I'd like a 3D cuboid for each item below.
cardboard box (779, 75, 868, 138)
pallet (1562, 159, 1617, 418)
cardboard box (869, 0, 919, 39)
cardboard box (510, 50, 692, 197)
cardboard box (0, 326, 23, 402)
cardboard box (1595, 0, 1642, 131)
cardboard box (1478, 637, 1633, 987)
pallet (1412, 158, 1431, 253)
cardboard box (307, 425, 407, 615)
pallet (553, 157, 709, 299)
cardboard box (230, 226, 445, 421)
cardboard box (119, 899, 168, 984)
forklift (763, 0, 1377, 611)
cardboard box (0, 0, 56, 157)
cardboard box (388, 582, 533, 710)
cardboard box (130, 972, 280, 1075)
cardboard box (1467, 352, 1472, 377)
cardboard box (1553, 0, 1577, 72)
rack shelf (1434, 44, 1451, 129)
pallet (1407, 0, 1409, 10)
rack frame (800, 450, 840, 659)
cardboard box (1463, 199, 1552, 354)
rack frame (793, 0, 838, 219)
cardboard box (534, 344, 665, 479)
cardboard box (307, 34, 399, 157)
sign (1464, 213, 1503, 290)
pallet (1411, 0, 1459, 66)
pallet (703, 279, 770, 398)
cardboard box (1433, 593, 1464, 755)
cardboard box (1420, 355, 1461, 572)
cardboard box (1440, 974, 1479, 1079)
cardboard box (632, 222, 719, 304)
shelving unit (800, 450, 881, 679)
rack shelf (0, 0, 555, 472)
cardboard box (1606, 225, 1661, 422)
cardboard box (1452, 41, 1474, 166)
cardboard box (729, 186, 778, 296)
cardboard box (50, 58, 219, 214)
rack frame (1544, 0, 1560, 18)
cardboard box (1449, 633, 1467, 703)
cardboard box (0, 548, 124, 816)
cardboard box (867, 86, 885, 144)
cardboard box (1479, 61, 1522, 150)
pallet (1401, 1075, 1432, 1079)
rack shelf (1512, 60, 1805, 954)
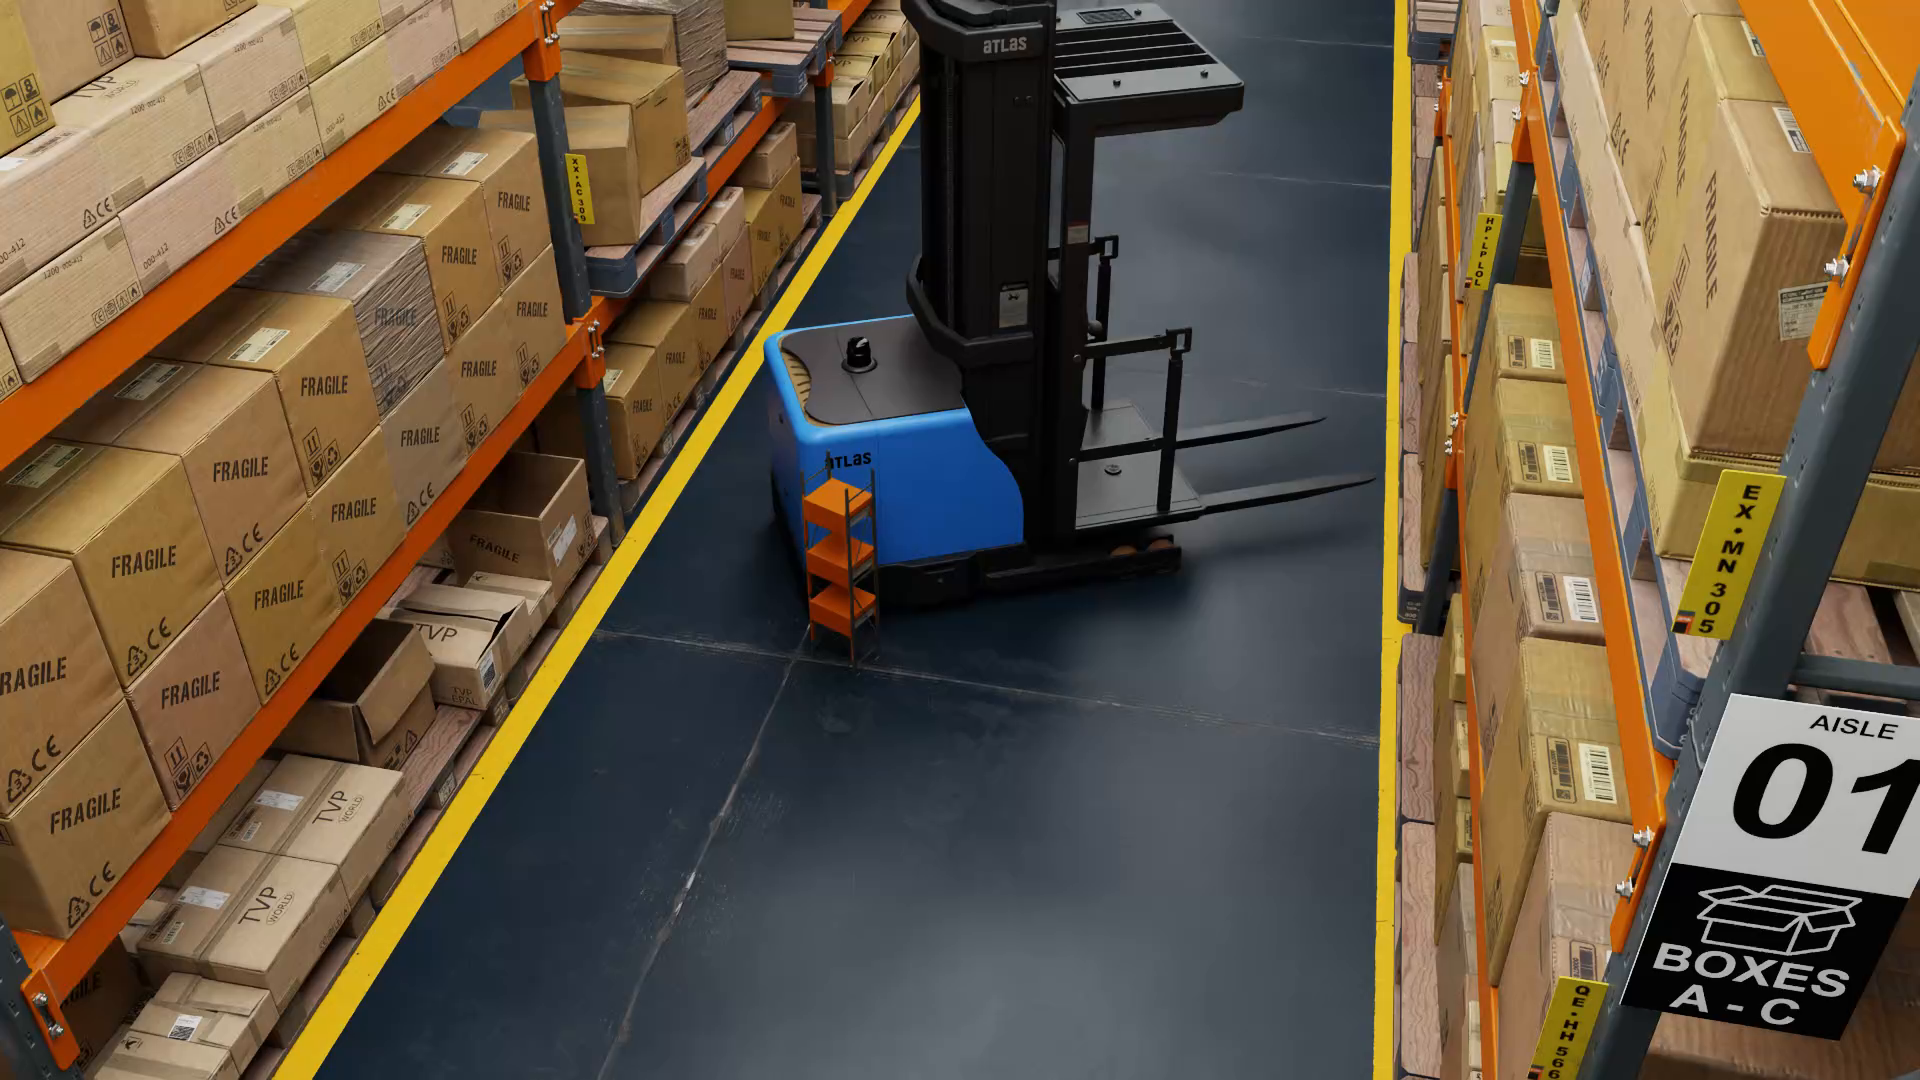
[{"bbox_3d":[-0.966,-3.107,11.758,0.500,0.311,0.500,9,37,12],"label":"cardboard box"},{"bbox_3d":[2.173,-0.661,4.396,1.003,0.211,1.213,7,37,10],"label":"pallet"},{"bbox_3d":[-0.531,-4.284,13.382,0.500,0.311,0.500,7,37,10],"label":"cardboard box"},{"bbox_3d":[-1.814,-2.123,8.450,0.700,0.500,0.500,13,38,17],"label":"cardboard box"},{"bbox_3d":[-2.715,-0.390,4.074,0.500,0.250,0.500,7,37,10],"label":"cardboard box"},{"bbox_3d":[1.991,-1.363,4.334,0.500,0.500,0.500,8,37,10],"label":"cardboard box"},{"bbox_3d":[2.010,0.812,4.588,0.980,0.700,0.700,7,37,10],"label":"cardboard box"},{"bbox_3d":[3.644,-2.260,11.458,1.003,0.211,1.213,7,37,10],"label":"pallet"},{"bbox_3d":[-2.398,-0.105,6.024,0.500,0.500,0.500,8,37,11],"label":"cardboard box"},{"bbox_3d":[-1.942,-1.633,8.381,1.003,0.211,1.213,7,37,10],"label":"pallet"},{"bbox_3d":[-2.289,-0.807,6.140,0.500,0.500,0.500,8,37,10],"label":"cardboard box"},{"bbox_3d":[-3.024,1.432,6.027,0.380,0.166,0.250,7,37,10],"label":"cardboard box"},{"bbox_3d":[0.606,-1.283,7.793,3.031,2.935,1.130,-9,37,-12],"label":"forklift"},{"bbox_3d":[-2.790,-1.206,4.135,0.700,0.500,0.500,7,37,10],"label":"cardboard box"},{"bbox_3d":[-2.224,0.436,7.279,0.500,0.311,0.500,7,37,10],"label":"cardboard box"},{"bbox_3d":[-2.595,1.655,5.719,0.380,0.166,0.250,7,37,10],"label":"cardboard box"},{"bbox_3d":[2.417,-0.783,7.242,0.380,0.149,0.250,8,37,10],"label":"cardboard box"},{"bbox_3d":[2.216,-1.649,5.368,0.500,0.250,0.500,7,37,10],"label":"cardboard box"},{"bbox_3d":[3.903,-3.796,11.815,1.077,0.370,4.000,7,37,10],"label":"rack shelf"},{"bbox_3d":[4.697,-5.196,15.510,1.003,0.211,1.213,7,37,10],"label":"pallet"},{"bbox_3d":[-0.629,0.082,7.512,0.008,1.050,0.200,22,41,28],"label":"rack frame"},{"bbox_3d":[2.473,-1.113,7.144,0.500,0.500,0.500,7,36,9],"label":"cardboard box"},{"bbox_3d":[-1.365,-3.560,10.876,1.000,3.000,0.127,7,37,10],"label":"rack frame"},{"bbox_3d":[-1.878,-0.679,8.657,0.500,0.500,0.500,6,36,8],"label":"cardboard box"},{"bbox_3d":[-2.279,-1.535,5.654,0.500,0.250,0.500,7,37,10],"label":"cardboard box"},{"bbox_3d":[2.089,-1.147,6.627,0.100,0.325,0.005,7,37,10],"label":"sign"},{"bbox_3d":[3.524,-3.285,10.660,1.213,0.211,1.003,7,37,10],"label":"pallet"},{"bbox_3d":[-1.824,-1.310,10.148,1.003,0.211,1.213,7,37,10],"label":"pallet"},{"bbox_3d":[2.361,0.610,6.894,0.700,0.500,0.500,8,37,11],"label":"cardboard box"},{"bbox_3d":[2.633,-0.336,7.902,0.750,0.750,0.750,8,37,11],"label":"cardboard box"},{"bbox_3d":[1.925,1.787,5.271,0.700,0.500,0.500,7,37,10],"label":"cardboard box"},{"bbox_3d":[-1.664,-1.556,9.227,0.500,0.250,0.500,7,37,10],"label":"cardboard box"},{"bbox_3d":[-0.529,0.123,7.456,0.252,1.050,0.215,22,41,28],"label":"shelving unit"},{"bbox_3d":[-2.646,-1.043,5.460,1.077,0.370,4.000,7,37,10],"label":"rack shelf"},{"bbox_3d":[1.774,-0.471,3.742,0.500,0.250,0.500,6,36,8],"label":"cardboard box"},{"bbox_3d":[2.894,-2.280,8.754,0.500,0.500,0.500,7,37,10],"label":"cardboard box"},{"bbox_3d":[-1.446,-1.863,10.290,0.500,0.500,0.500,6,36,8],"label":"cardboard box"},{"bbox_3d":[-2.495,-1.165,4.717,0.500,0.250,0.500,7,37,10],"label":"cardboard box"},{"bbox_3d":[2.621,-3.077,5.097,1.000,3.000,0.127,7,37,10],"label":"rack frame"},{"bbox_3d":[2.110,0.521,6.465,0.380,0.149,0.250,8,37,12],"label":"cardboard box"},{"bbox_3d":[-2.721,0.360,4.530,0.500,0.500,0.500,8,37,11],"label":"cardboard box"},{"bbox_3d":[-0.859,-3.168,12.321,0.500,0.250,0.500,6,36,9],"label":"cardboard box"},{"bbox_3d":[2.698,-2.005,7.735,0.500,0.250,0.500,8,37,11],"label":"cardboard box"},{"bbox_3d":[1.861,2.306,5.158,1.003,0.211,1.213,7,37,10],"label":"pallet"},{"bbox_3d":[2.194,-0.424,4.607,1.077,0.370,4.000,7,37,10],"label":"rack shelf"}]
